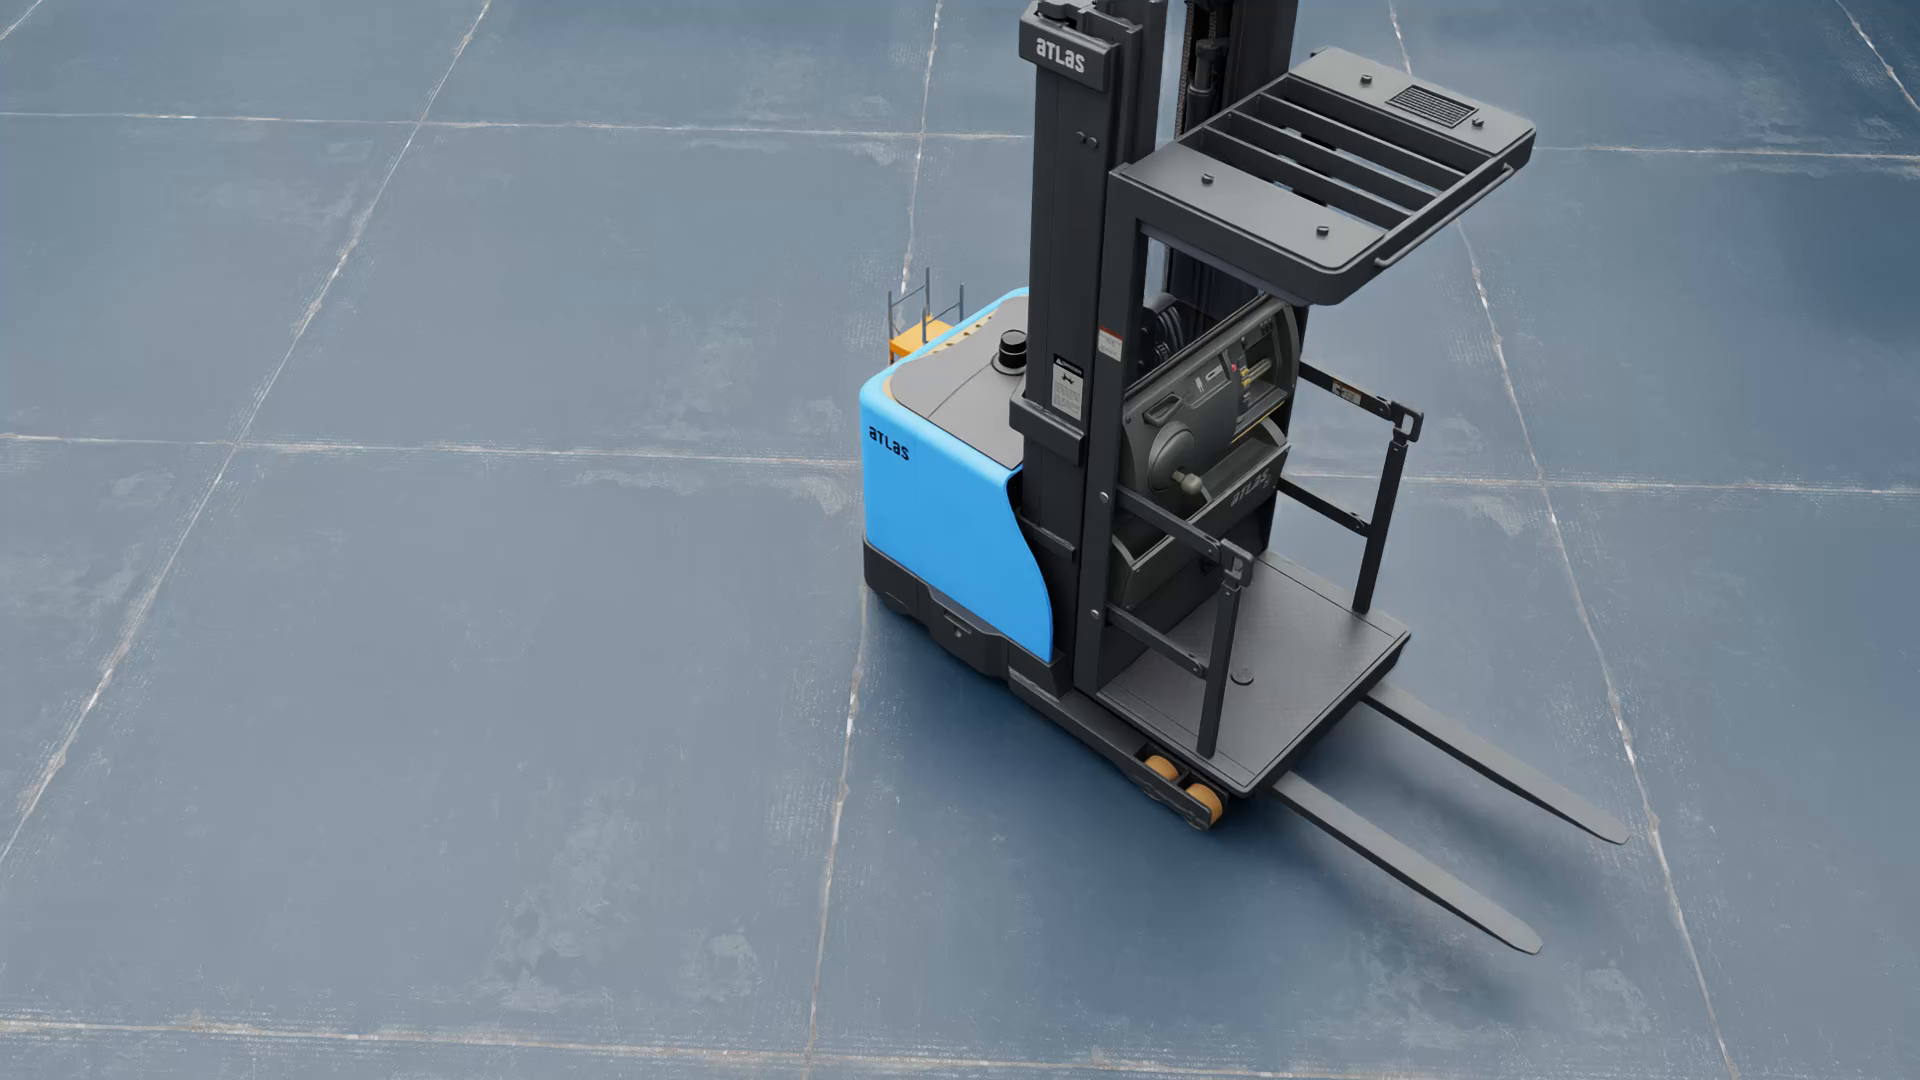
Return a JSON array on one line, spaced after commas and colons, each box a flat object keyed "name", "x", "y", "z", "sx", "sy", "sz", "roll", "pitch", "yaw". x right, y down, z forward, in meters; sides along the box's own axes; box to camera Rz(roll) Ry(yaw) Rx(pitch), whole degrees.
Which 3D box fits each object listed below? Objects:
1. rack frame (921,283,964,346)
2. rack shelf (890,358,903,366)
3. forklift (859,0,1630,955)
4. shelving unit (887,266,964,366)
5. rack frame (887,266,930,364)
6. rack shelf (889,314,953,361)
[{"name": "rack frame", "x": -0.068, "y": -0.516, "z": 6.924, "sx": 0.006, "sy": 1.200, "sz": 0.240, "roll": 31, "pitch": 51, "yaw": 29}, {"name": "rack shelf", "x": -0.136, "y": -0.701, "z": 6.835, "sx": 0.180, "sy": 0.103, "sz": 0.258, "roll": 31, "pitch": 51, "yaw": 29}, {"name": "forklift", "x": 1.017, "y": -0.419, "z": 5.550, "sx": 3.031, "sy": 2.935, "sz": 1.130, "roll": 33, "pitch": 52, "yaw": 30}, {"name": "shelving unit", "x": -0.136, "y": -0.558, "z": 6.968, "sx": 0.189, "sy": 1.200, "sz": 0.258, "roll": 31, "pitch": 51, "yaw": 29}, {"name": "rack frame", "x": -0.204, "y": -0.599, "z": 7.013, "sx": 0.006, "sy": 1.200, "sz": 0.240, "roll": 31, "pitch": 51, "yaw": 29}, {"name": "rack shelf", "x": -0.136, "y": -0.789, "z": 6.753, "sx": 0.180, "sy": 0.103, "sz": 0.258, "roll": 31, "pitch": 51, "yaw": 29}]
